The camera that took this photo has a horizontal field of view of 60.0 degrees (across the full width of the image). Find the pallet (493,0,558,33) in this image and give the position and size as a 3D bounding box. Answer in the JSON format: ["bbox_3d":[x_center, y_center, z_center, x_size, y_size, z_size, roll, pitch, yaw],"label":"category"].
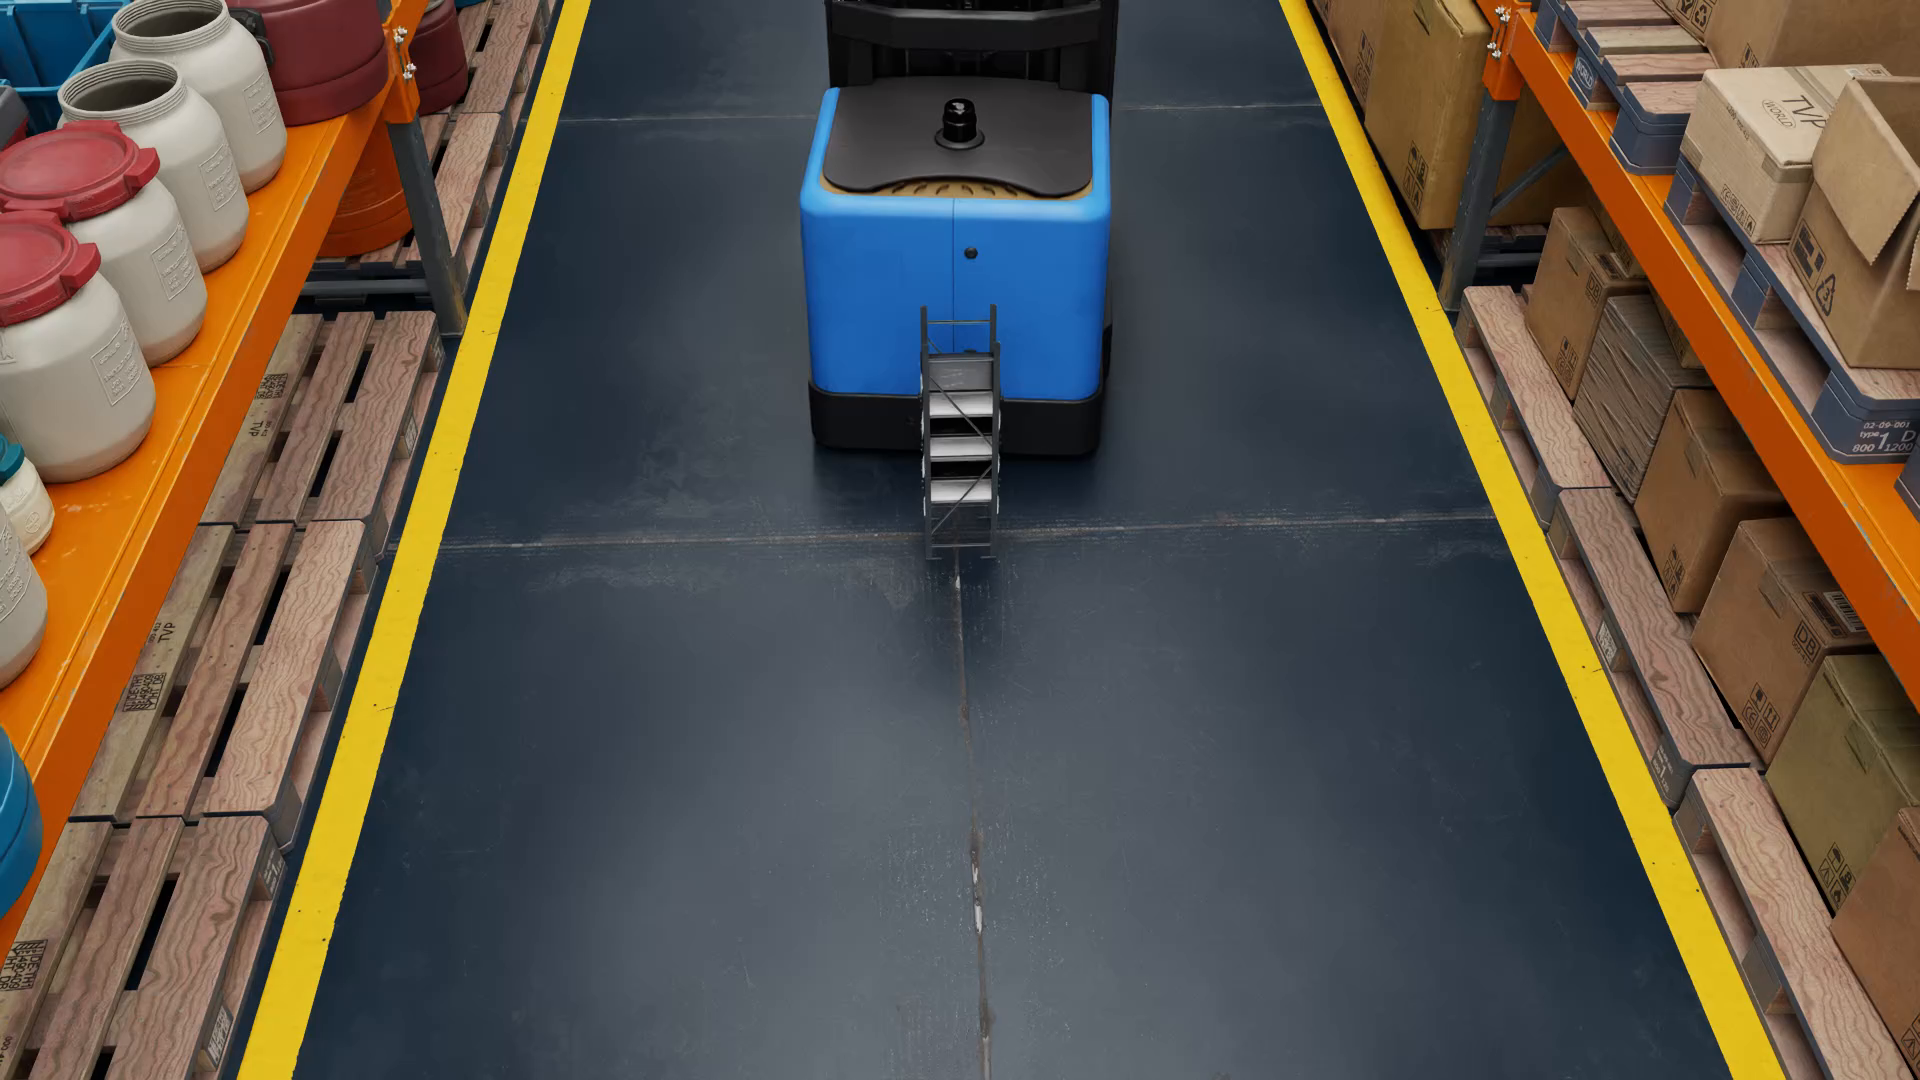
[{"bbox_3d":[-2.663,-3.090,8.965,1.003,0.211,1.213,-2,43,-2],"label":"pallet"}]

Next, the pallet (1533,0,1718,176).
[{"bbox_3d":[2.601,-1.533,5.345,1.213,0.211,1.003,-2,43,-2],"label":"pallet"}]

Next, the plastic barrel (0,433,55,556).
[{"bbox_3d":[-2.217,-0.086,3.726,0.301,0.262,0.301,0,43,0],"label":"plastic barrel"}]

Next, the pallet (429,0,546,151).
[{"bbox_3d":[-2.608,-2.264,8.064,1.003,0.211,1.213,-2,43,-2],"label":"pallet"}]

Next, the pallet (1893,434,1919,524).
[{"bbox_3d":[2.747,0.169,3.487,1.003,0.211,1.213,-2,43,-2],"label":"pallet"}]

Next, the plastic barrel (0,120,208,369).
[{"bbox_3d":[-2.185,-0.729,4.225,0.433,0.535,0.433,0,43,0],"label":"plastic barrel"}]

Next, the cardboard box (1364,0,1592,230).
[{"bbox_3d":[2.456,-1.920,6.886,1.225,0.875,0.875,-3,43,-4],"label":"cardboard box"}]

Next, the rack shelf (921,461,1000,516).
[{"bbox_3d":[0.000,-0.180,5.596,0.258,0.077,0.200,-2,43,-2],"label":"rack shelf"}]

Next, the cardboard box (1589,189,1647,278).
[{"bbox_3d":[2.523,-1.147,5.751,0.500,0.250,0.500,0,43,0],"label":"cardboard box"}]

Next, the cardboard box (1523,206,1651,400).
[{"bbox_3d":[2.513,-0.871,6.004,0.700,0.500,0.500,-4,43,-4],"label":"cardboard box"}]

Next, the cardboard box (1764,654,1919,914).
[{"bbox_3d":[2.628,0.640,4.356,0.700,0.500,0.500,-2,43,-2],"label":"cardboard box"}]

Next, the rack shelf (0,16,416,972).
[{"bbox_3d":[-2.399,-0.324,4.416,1.077,0.370,4.000,-2,43,-2],"label":"rack shelf"}]

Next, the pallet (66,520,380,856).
[{"bbox_3d":[-2.441,0.434,5.120,1.003,0.211,1.213,-2,43,-2],"label":"pallet"}]

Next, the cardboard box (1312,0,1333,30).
[{"bbox_3d":[2.381,-3.119,8.194,1.225,0.875,0.875,-3,43,-3],"label":"cardboard box"}]

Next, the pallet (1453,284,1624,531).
[{"bbox_3d":[2.496,-0.526,6.168,1.003,0.211,1.213,-2,43,-2],"label":"pallet"}]

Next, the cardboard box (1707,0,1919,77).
[{"bbox_3d":[2.651,-1.536,4.821,0.700,0.500,0.500,4,43,5],"label":"cardboard box"}]

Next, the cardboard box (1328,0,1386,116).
[{"bbox_3d":[2.426,-2.522,7.543,1.225,0.875,0.875,-2,43,-2],"label":"cardboard box"}]

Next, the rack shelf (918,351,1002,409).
[{"bbox_3d":[0.000,-0.512,5.292,0.258,0.077,0.200,-2,43,-2],"label":"rack shelf"}]

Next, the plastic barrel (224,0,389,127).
[{"bbox_3d":[-2.162,-1.685,5.268,0.600,0.536,0.708,-2,43,-2],"label":"plastic barrel"}]

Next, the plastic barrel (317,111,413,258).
[{"bbox_3d":[-2.522,-1.624,6.597,0.600,0.830,0.708,-2,43,-2],"label":"plastic barrel"}]

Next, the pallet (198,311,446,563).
[{"bbox_3d":[-2.490,-0.388,6.017,1.003,0.211,1.213,-2,43,-2],"label":"pallet"}]

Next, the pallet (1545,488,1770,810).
[{"bbox_3d":[2.545,0.295,5.272,1.003,0.211,1.213,-2,43,-2],"label":"pallet"}]

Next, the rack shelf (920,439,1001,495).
[{"bbox_3d":[0.000,-0.246,5.535,0.258,0.077,0.200,-2,43,-2],"label":"rack shelf"}]

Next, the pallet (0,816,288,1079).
[{"bbox_3d":[-2.386,1.260,4.220,1.003,0.211,1.213,-2,43,-2],"label":"pallet"}]

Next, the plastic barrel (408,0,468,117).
[{"bbox_3d":[-2.570,-2.298,7.511,0.600,0.588,0.708,-2,43,-2],"label":"plastic barrel"}]

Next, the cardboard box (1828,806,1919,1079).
[{"bbox_3d":[2.630,0.963,4.004,0.700,0.500,0.500,-5,43,-5],"label":"cardboard box"}]

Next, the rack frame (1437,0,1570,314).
[{"bbox_3d":[2.465,-2.082,5.801,1.000,3.000,0.127,-2,43,-2],"label":"rack frame"}]

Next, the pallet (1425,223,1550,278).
[{"bbox_3d":[2.506,-1.588,7.326,1.003,0.211,1.213,-2,43,-2],"label":"pallet"}]

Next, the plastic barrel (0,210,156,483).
[{"bbox_3d":[-2.167,-0.437,3.906,0.433,0.535,0.433,0,43,0],"label":"plastic barrel"}]

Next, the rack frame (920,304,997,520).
[{"bbox_3d":[-0.005,-0.406,5.527,0.240,0.900,0.006,-2,43,-2],"label":"rack frame"}]

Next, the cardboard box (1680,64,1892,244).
[{"bbox_3d":[2.306,-1.043,4.468,0.500,0.250,0.500,-3,43,-3],"label":"cardboard box"}]

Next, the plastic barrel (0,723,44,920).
[{"bbox_3d":[-2.028,0.306,2.825,0.600,0.901,0.708,-2,43,-2],"label":"plastic barrel"}]

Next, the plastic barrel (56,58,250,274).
[{"bbox_3d":[-2.209,-1.008,4.547,0.421,0.512,0.421,0,43,0],"label":"plastic barrel"}]

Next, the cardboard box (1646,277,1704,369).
[{"bbox_3d":[2.556,-0.790,5.361,0.500,0.250,0.500,3,43,3],"label":"cardboard box"}]

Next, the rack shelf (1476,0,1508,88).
[{"bbox_3d":[2.380,-3.167,7.517,1.077,0.370,4.000,-2,43,-2],"label":"rack shelf"}]

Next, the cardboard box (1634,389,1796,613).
[{"bbox_3d":[2.580,-0.114,5.179,0.700,0.500,0.500,2,43,2],"label":"cardboard box"}]

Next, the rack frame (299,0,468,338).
[{"bbox_3d":[-2.484,-1.940,5.646,1.000,3.000,0.127,-2,43,-2],"label":"rack frame"}]

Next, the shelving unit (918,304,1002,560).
[{"bbox_3d":[0.000,-0.337,5.452,0.258,0.900,0.210,-2,43,-2],"label":"shelving unit"}]

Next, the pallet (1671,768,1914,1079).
[{"bbox_3d":[2.600,1.121,4.371,1.003,0.211,1.213,-2,43,-2],"label":"pallet"}]

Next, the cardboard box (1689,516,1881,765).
[{"bbox_3d":[2.604,0.263,4.768,0.700,0.500,0.500,-5,43,-5],"label":"cardboard box"}]

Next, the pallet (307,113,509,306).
[{"bbox_3d":[-2.559,-1.443,7.168,1.003,0.211,1.213,-2,43,-2],"label":"pallet"}]

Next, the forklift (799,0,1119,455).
[{"bbox_3d":[0.058,-2.368,6.164,1.130,2.935,3.031,2,43,2],"label":"forklift"}]

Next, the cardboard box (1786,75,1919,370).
[{"bbox_3d":[2.468,-0.742,3.952,0.797,0.503,0.637,2,43,3],"label":"cardboard box"}]

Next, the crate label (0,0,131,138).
[{"bbox_3d":[-2.712,-1.274,4.894,0.502,0.435,0.616,-2,43,-2],"label":"crate label"}]

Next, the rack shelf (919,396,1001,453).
[{"bbox_3d":[0.000,-0.379,5.414,0.258,0.077,0.200,-2,43,-2],"label":"rack shelf"}]

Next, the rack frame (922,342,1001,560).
[{"bbox_3d":[0.004,-0.269,5.377,0.240,0.900,0.006,-2,43,-2],"label":"rack frame"}]

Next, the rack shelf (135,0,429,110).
[{"bbox_3d":[-2.569,-3.025,7.362,1.077,0.370,4.000,-2,43,-2],"label":"rack shelf"}]

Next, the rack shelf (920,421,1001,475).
[{"bbox_3d":[0.000,-0.313,5.474,0.258,0.077,0.200,-2,43,-2],"label":"rack shelf"}]

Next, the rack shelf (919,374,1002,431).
[{"bbox_3d":[0.000,-0.445,5.353,0.258,0.077,0.200,-2,43,-2],"label":"rack shelf"}]

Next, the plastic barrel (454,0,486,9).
[{"bbox_3d":[-2.618,-3.176,8.237,0.600,0.901,0.708,-2,43,-2],"label":"plastic barrel"}]

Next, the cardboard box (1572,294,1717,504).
[{"bbox_3d":[2.549,-0.497,5.596,0.700,0.500,0.500,-5,43,-5],"label":"cardboard box"}]

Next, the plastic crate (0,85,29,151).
[{"bbox_3d":[-2.721,-0.864,4.425,0.402,0.464,0.583,-2,43,-2],"label":"plastic crate"}]

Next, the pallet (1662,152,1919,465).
[{"bbox_3d":[2.590,-0.676,4.409,1.003,0.211,1.213,-2,43,-2],"label":"pallet"}]

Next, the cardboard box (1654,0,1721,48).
[{"bbox_3d":[2.527,-1.910,5.229,0.500,0.500,0.500,-6,43,-7],"label":"cardboard box"}]

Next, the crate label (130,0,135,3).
[{"bbox_3d":[-2.841,-1.583,5.381,0.303,0.233,0.416,-2,43,-2],"label":"crate label"}]

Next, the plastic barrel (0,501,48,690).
[{"bbox_3d":[-2.136,0.058,3.366,0.433,0.535,0.433,0,43,0],"label":"plastic barrel"}]

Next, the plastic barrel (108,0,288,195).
[{"bbox_3d":[-2.227,-1.293,4.857,0.421,0.512,0.421,0,43,0],"label":"plastic barrel"}]

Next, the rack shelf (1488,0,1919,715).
[{"bbox_3d":[2.549,-0.466,4.571,1.077,0.370,4.000,-2,43,-2],"label":"rack shelf"}]
